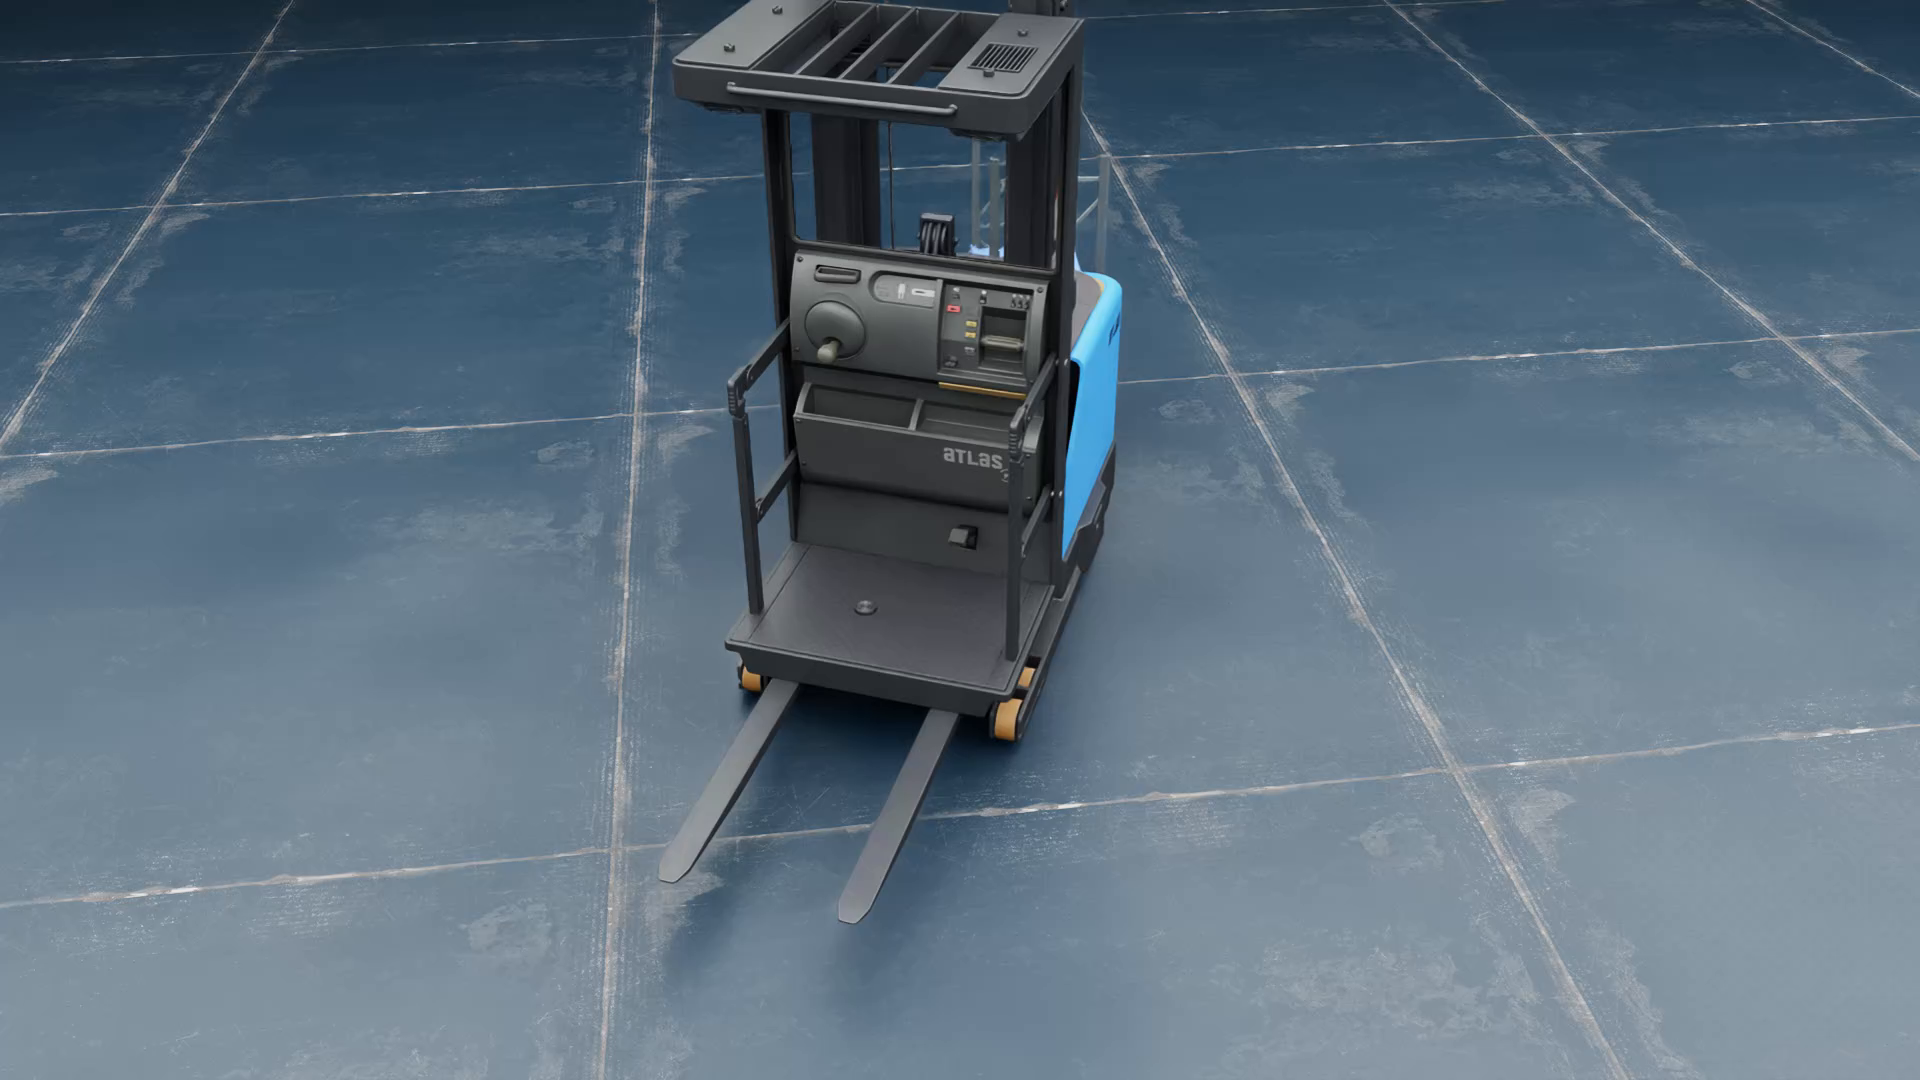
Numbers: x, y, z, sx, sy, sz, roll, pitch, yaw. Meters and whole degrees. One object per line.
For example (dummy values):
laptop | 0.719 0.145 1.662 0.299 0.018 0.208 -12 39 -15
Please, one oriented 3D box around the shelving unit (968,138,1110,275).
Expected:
shelving unit | 0.343 -1.265 7.775 0.538 1.500 1.048 -2 34 -3

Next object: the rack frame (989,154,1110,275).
rack frame | 0.377 -0.980 7.356 0.500 1.500 0.032 -2 34 -3

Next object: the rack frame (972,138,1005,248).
rack frame | 0.308 -1.551 8.194 0.500 1.500 0.032 -2 34 -3

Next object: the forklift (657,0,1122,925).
forklift | -0.213 -0.715 5.697 1.130 2.935 3.031 9 35 14

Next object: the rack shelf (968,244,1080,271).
rack shelf | 0.343 -1.117 7.876 0.538 0.185 1.000 -2 34 -3
